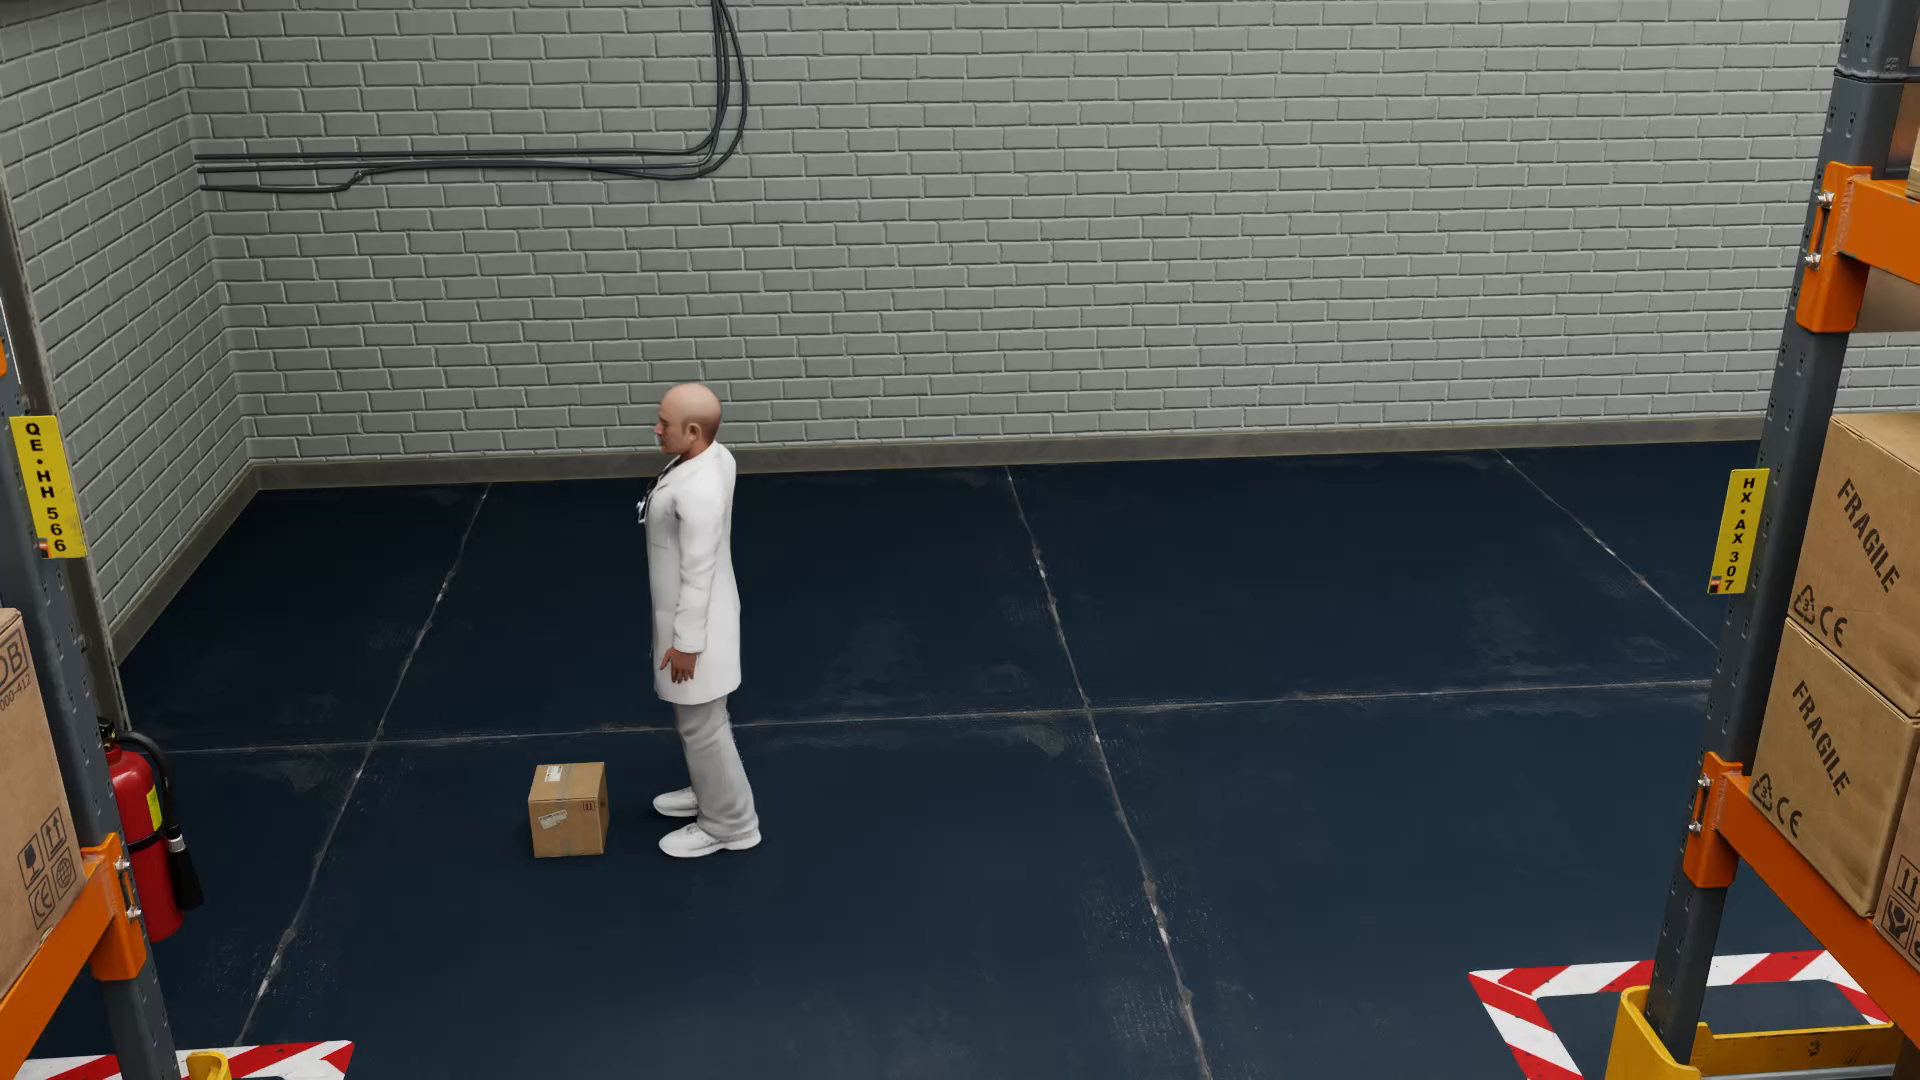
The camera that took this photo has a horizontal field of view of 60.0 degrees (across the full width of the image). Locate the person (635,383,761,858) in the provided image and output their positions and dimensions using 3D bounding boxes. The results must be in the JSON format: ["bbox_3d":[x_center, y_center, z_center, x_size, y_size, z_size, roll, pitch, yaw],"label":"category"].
[{"bbox_3d":[-0.960,0.295,5.939,0.422,1.777,0.564,-2,23,-4],"label":"person"}]
